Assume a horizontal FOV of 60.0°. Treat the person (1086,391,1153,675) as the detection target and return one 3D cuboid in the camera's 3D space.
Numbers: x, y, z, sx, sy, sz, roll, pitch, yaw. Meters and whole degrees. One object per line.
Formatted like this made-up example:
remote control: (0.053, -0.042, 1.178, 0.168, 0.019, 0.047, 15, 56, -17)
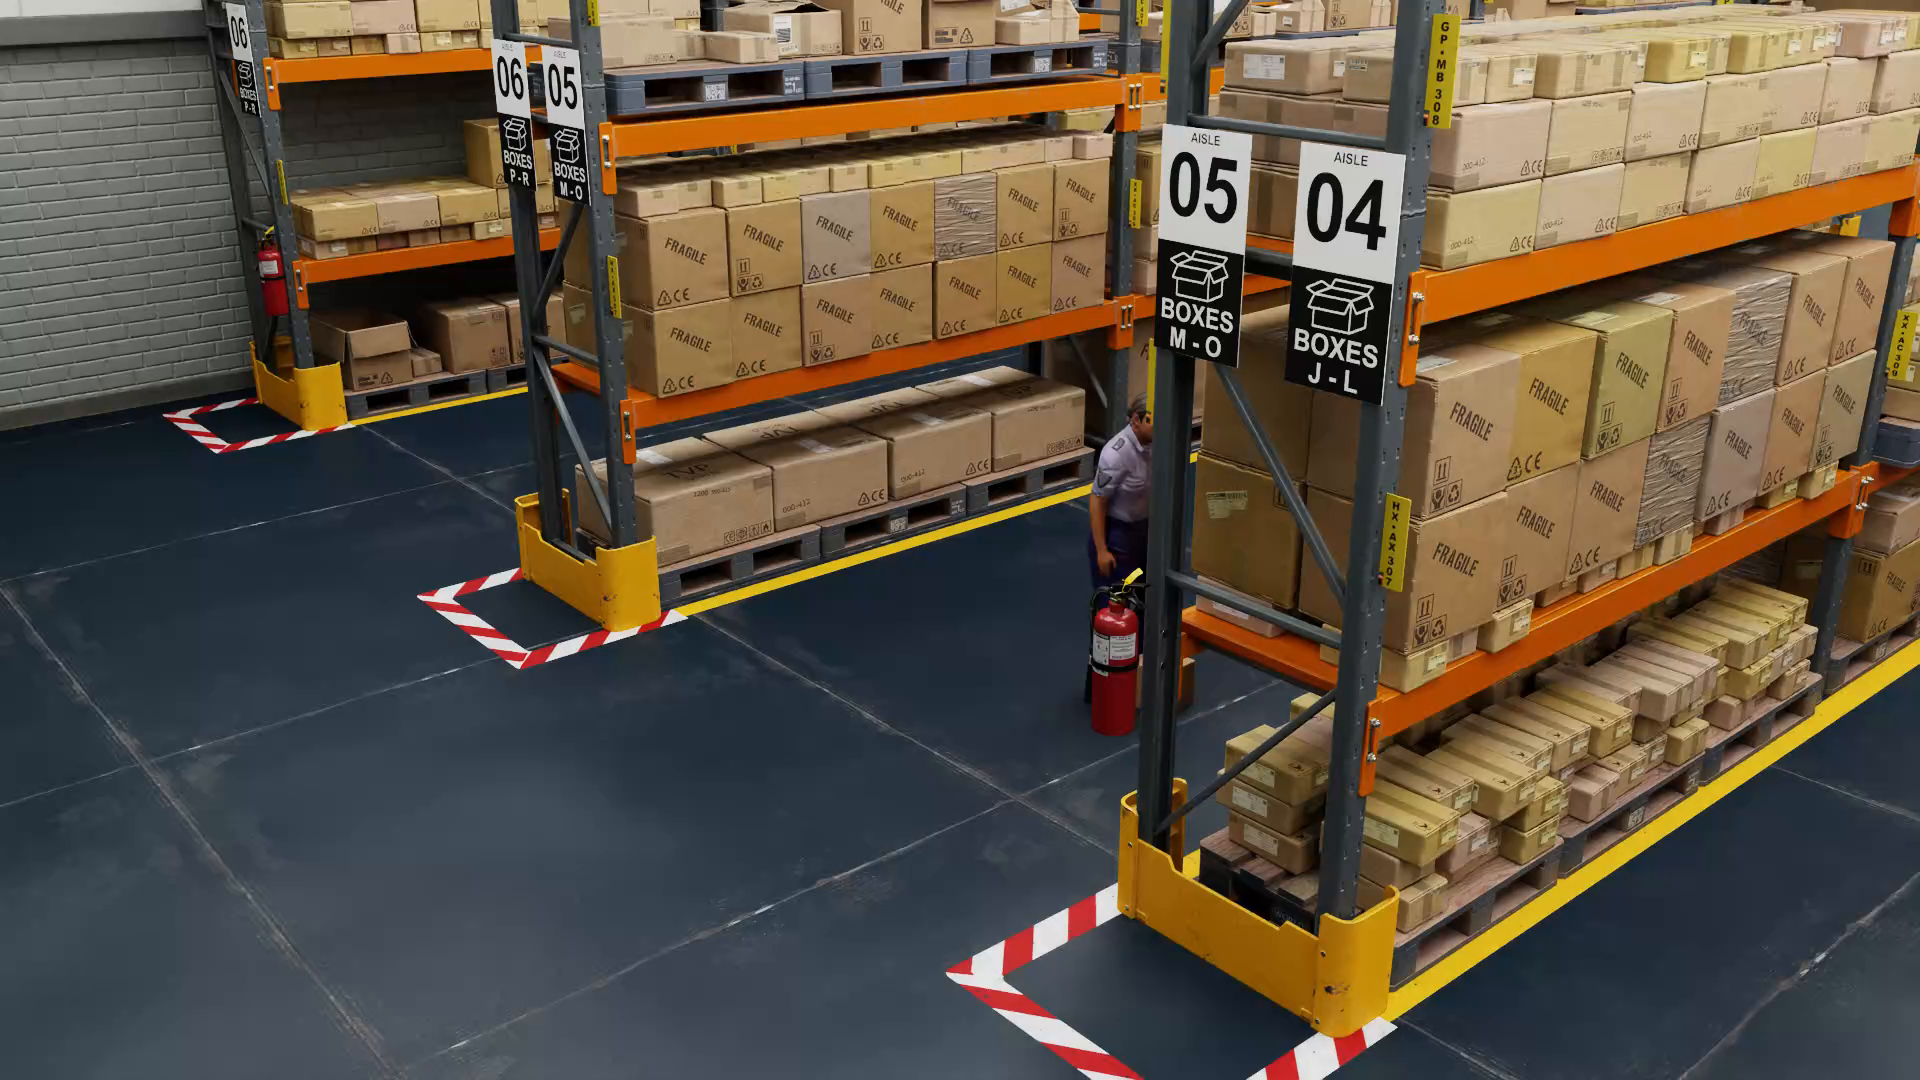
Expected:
person: (0.891, 0.027, 8.523, 0.537, 1.651, 0.417, -17, 27, -37)
